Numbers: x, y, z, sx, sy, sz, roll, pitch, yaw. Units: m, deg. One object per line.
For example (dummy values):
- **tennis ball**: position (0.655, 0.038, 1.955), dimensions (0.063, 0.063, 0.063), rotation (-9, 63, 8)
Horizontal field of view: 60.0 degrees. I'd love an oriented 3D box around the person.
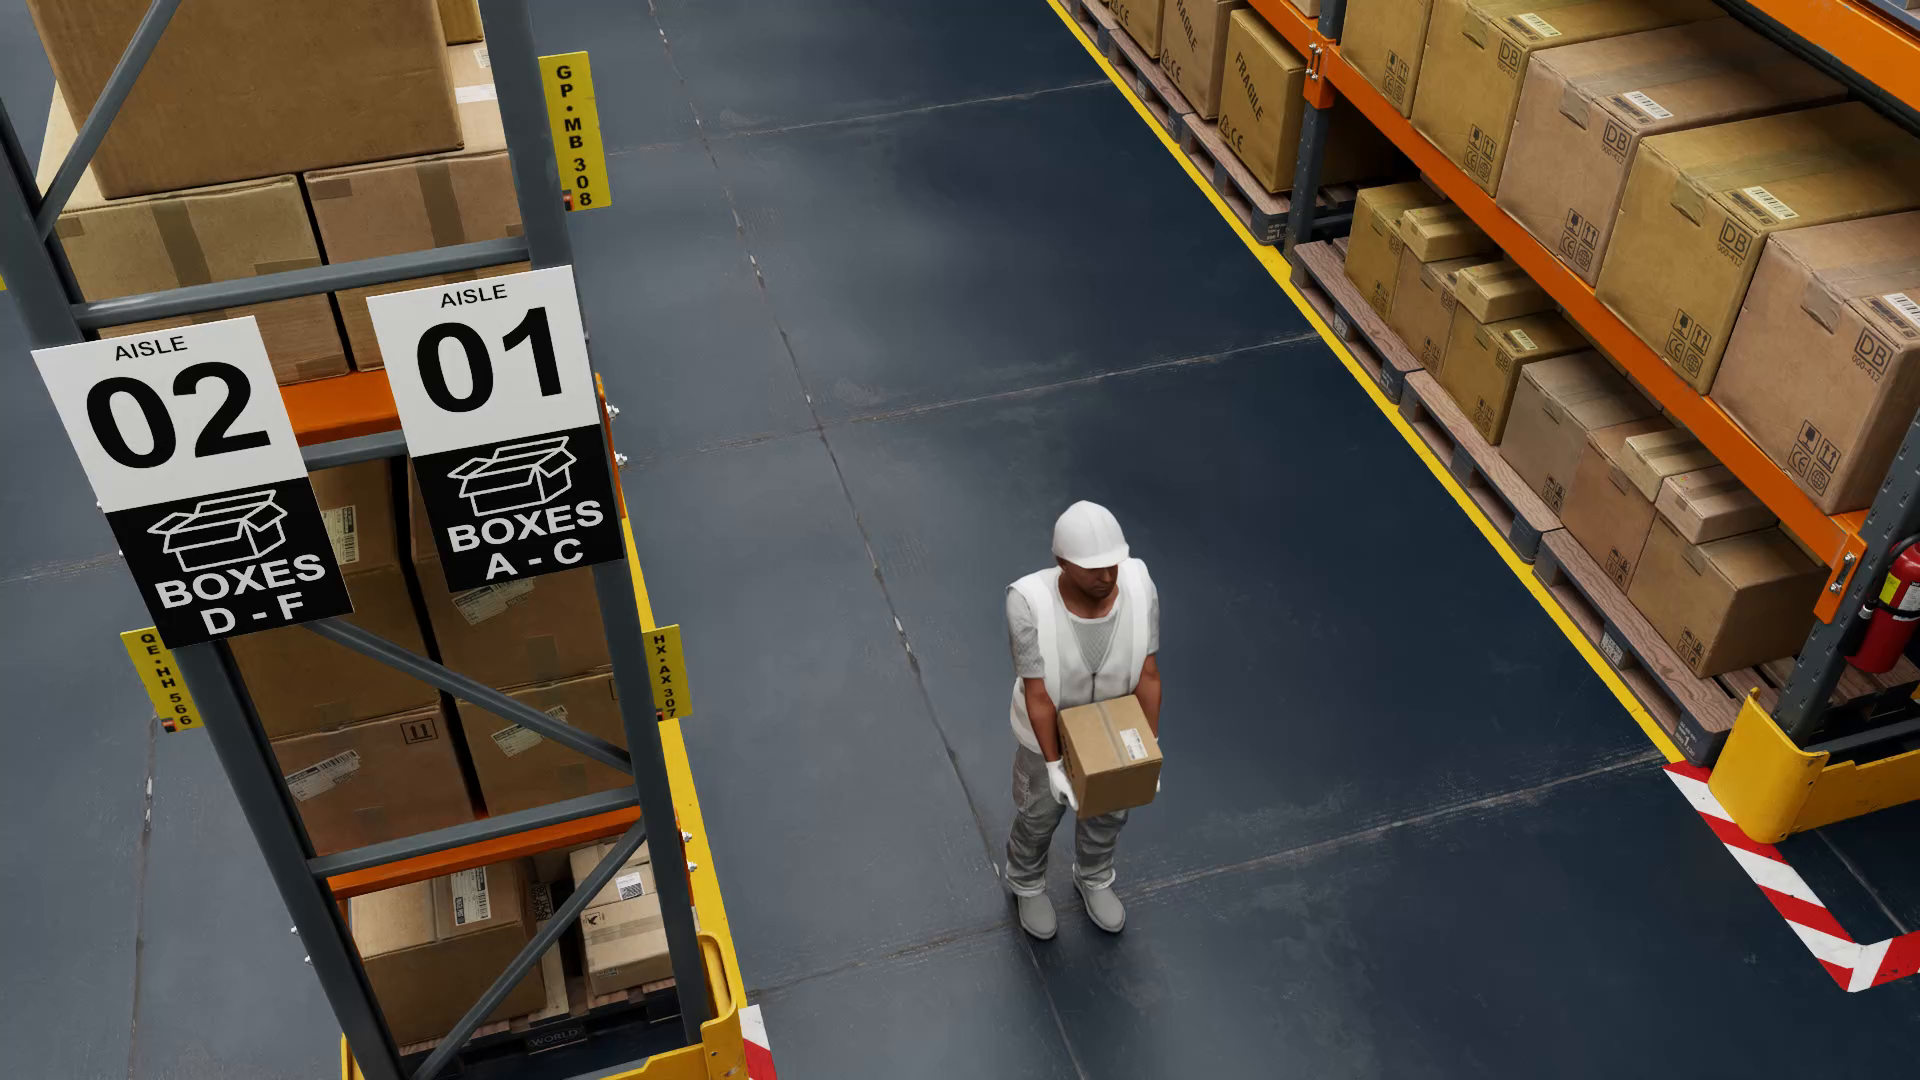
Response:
- **person**: position (0.421, 0.673, 5.397), dimensions (0.488, 1.779, 0.580), rotation (-11, 43, -12)
